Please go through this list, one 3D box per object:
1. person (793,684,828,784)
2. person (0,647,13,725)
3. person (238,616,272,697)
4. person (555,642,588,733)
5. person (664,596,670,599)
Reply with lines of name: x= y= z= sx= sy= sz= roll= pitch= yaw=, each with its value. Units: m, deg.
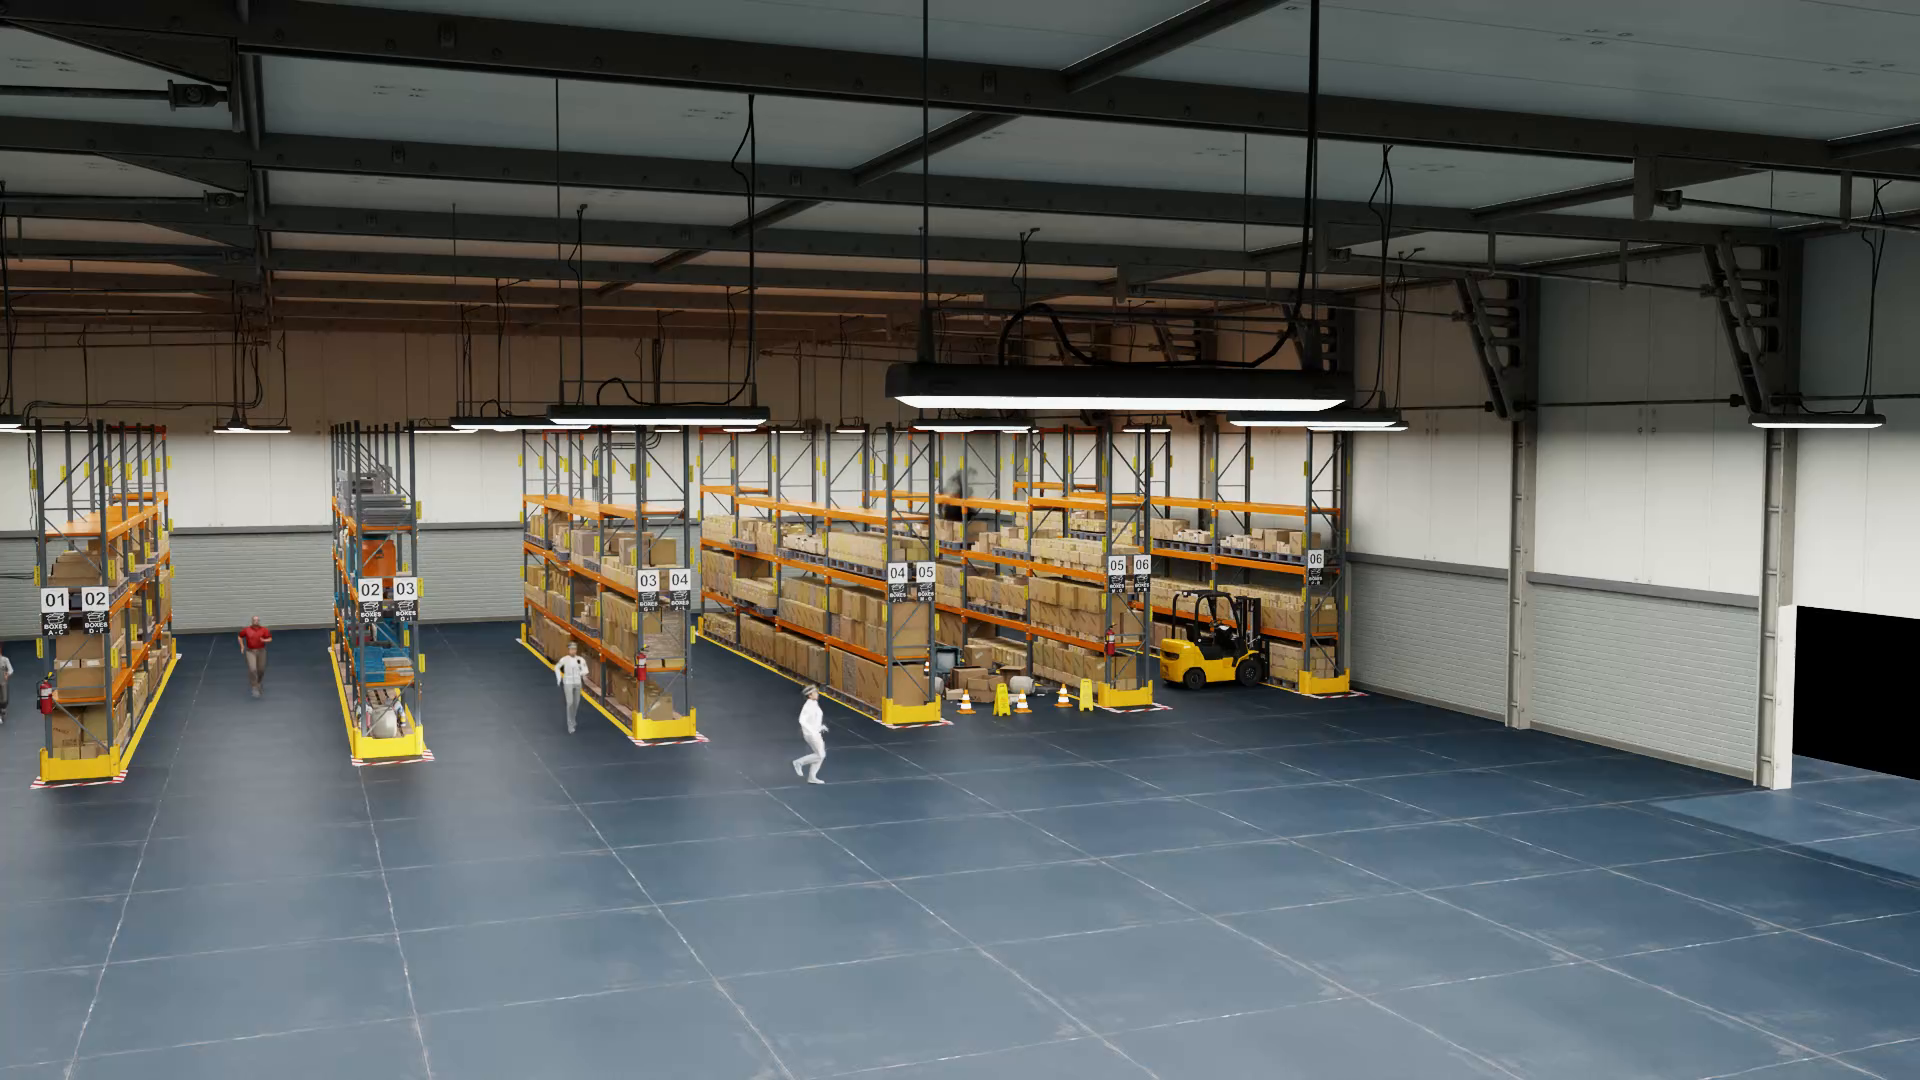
person: x=-2.461 y=3.195 z=27.386 sx=0.552 sy=1.652 sz=0.621 roll=0 pitch=4 yaw=6
person: x=-19.177 y=2.873 z=33.136 sx=0.542 sy=1.553 sz=0.680 roll=-2 pitch=4 yaw=-34
person: x=-15.571 y=2.540 z=36.801 sx=0.655 sy=1.738 sz=0.964 roll=-2 pitch=4 yaw=-34
person: x=-7.537 y=2.847 z=32.364 sx=0.583 sy=1.744 sz=0.726 roll=-2 pitch=4 yaw=-26
person: x=-8.088 y=2.028 z=46.065 sx=0.587 sy=1.705 sz=0.895 roll=-1 pitch=4 yaw=-13
